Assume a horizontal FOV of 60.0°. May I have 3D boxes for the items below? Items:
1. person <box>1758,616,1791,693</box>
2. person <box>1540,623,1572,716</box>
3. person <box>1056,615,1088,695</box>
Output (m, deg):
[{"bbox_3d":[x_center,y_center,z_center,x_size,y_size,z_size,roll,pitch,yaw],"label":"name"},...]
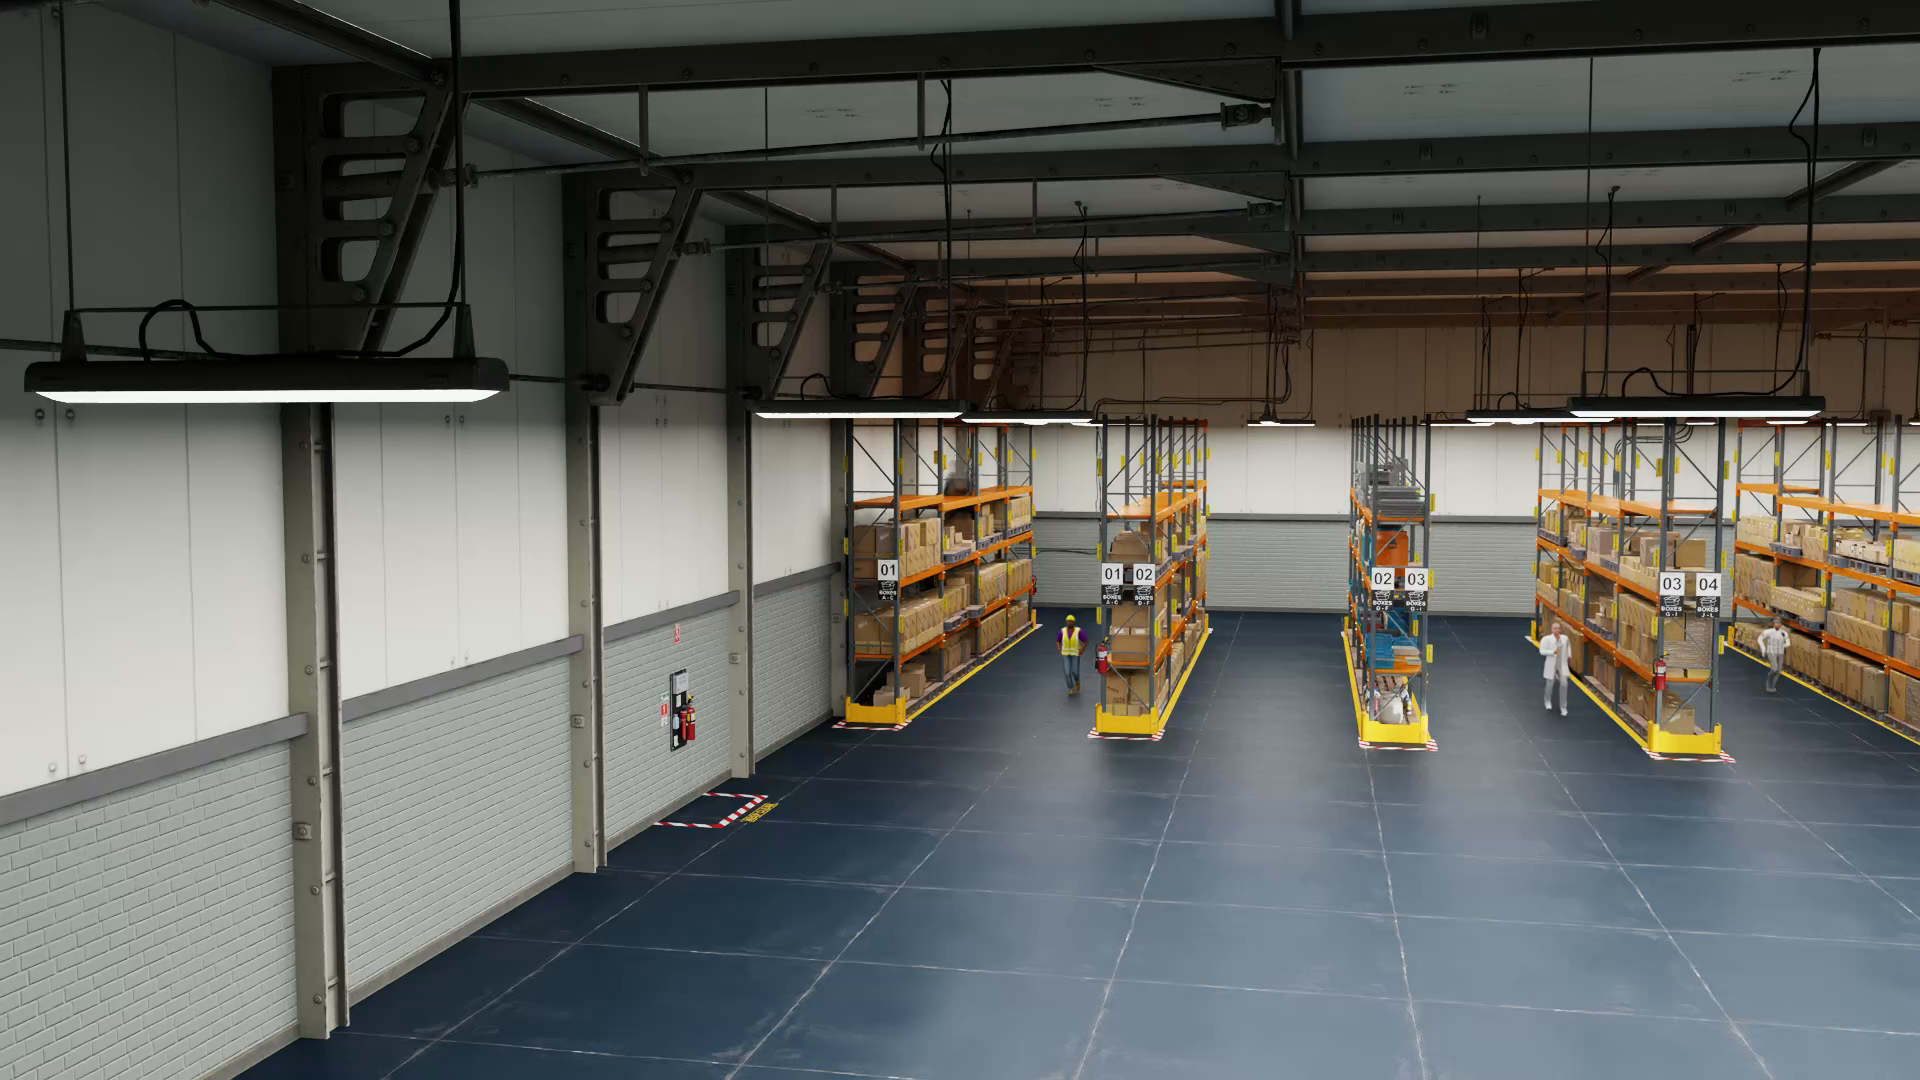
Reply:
[{"bbox_3d":[17.639,2.480,35.951,0.582,1.672,0.647,0,4,5],"label":"person"},{"bbox_3d":[12.029,2.582,33.584,0.678,1.829,0.924,0,4,5],"label":"person"},{"bbox_3d":[2.391,2.475,35.806,0.679,1.721,0.576,1,4,13],"label":"person"}]
